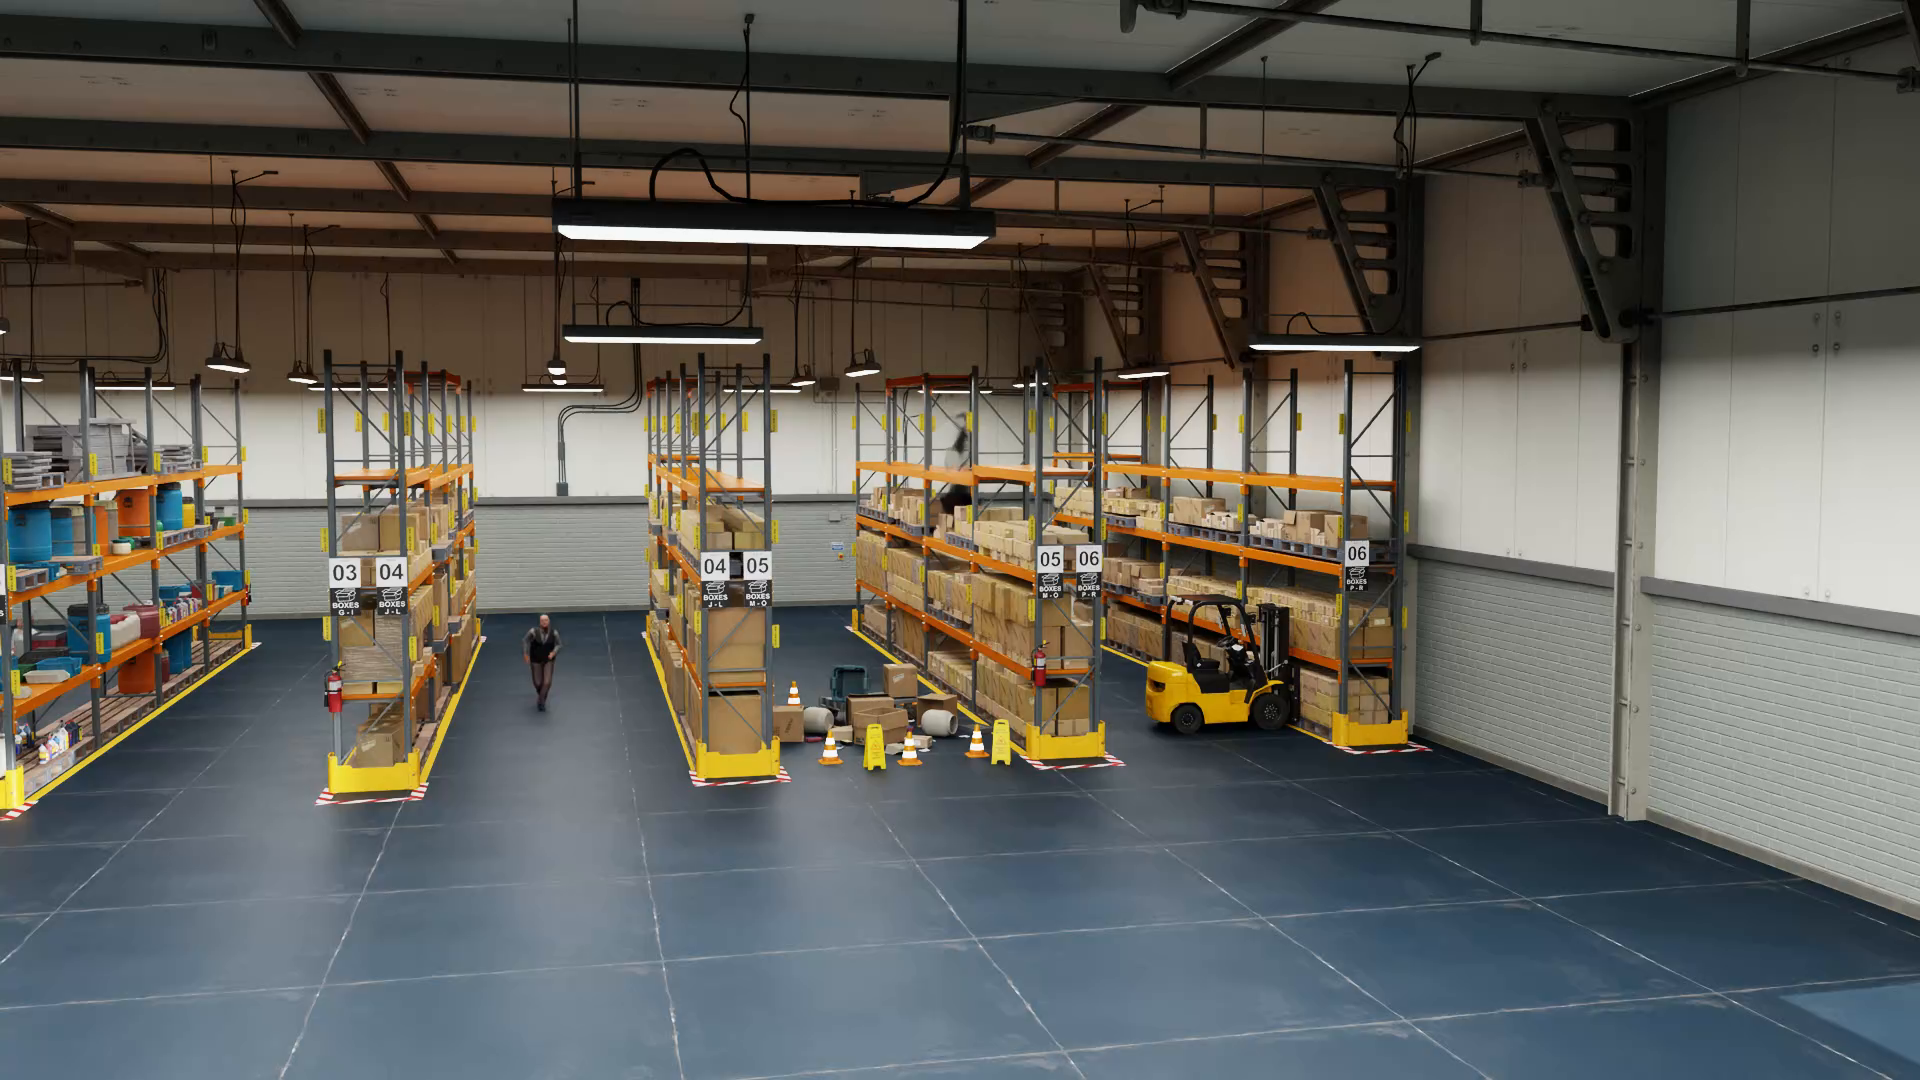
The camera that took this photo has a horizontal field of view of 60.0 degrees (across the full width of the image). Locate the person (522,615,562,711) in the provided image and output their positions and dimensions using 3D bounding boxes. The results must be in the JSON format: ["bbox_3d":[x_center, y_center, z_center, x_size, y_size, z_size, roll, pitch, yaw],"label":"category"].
[{"bbox_3d":[-7.351,2.153,29.273,0.690,1.677,0.694,-1,4,-16],"label":"person"}]

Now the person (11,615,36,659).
[{"bbox_3d":[-16.724,2.133,29.695,0.510,1.570,0.636,0,4,-6],"label":"person"}]
